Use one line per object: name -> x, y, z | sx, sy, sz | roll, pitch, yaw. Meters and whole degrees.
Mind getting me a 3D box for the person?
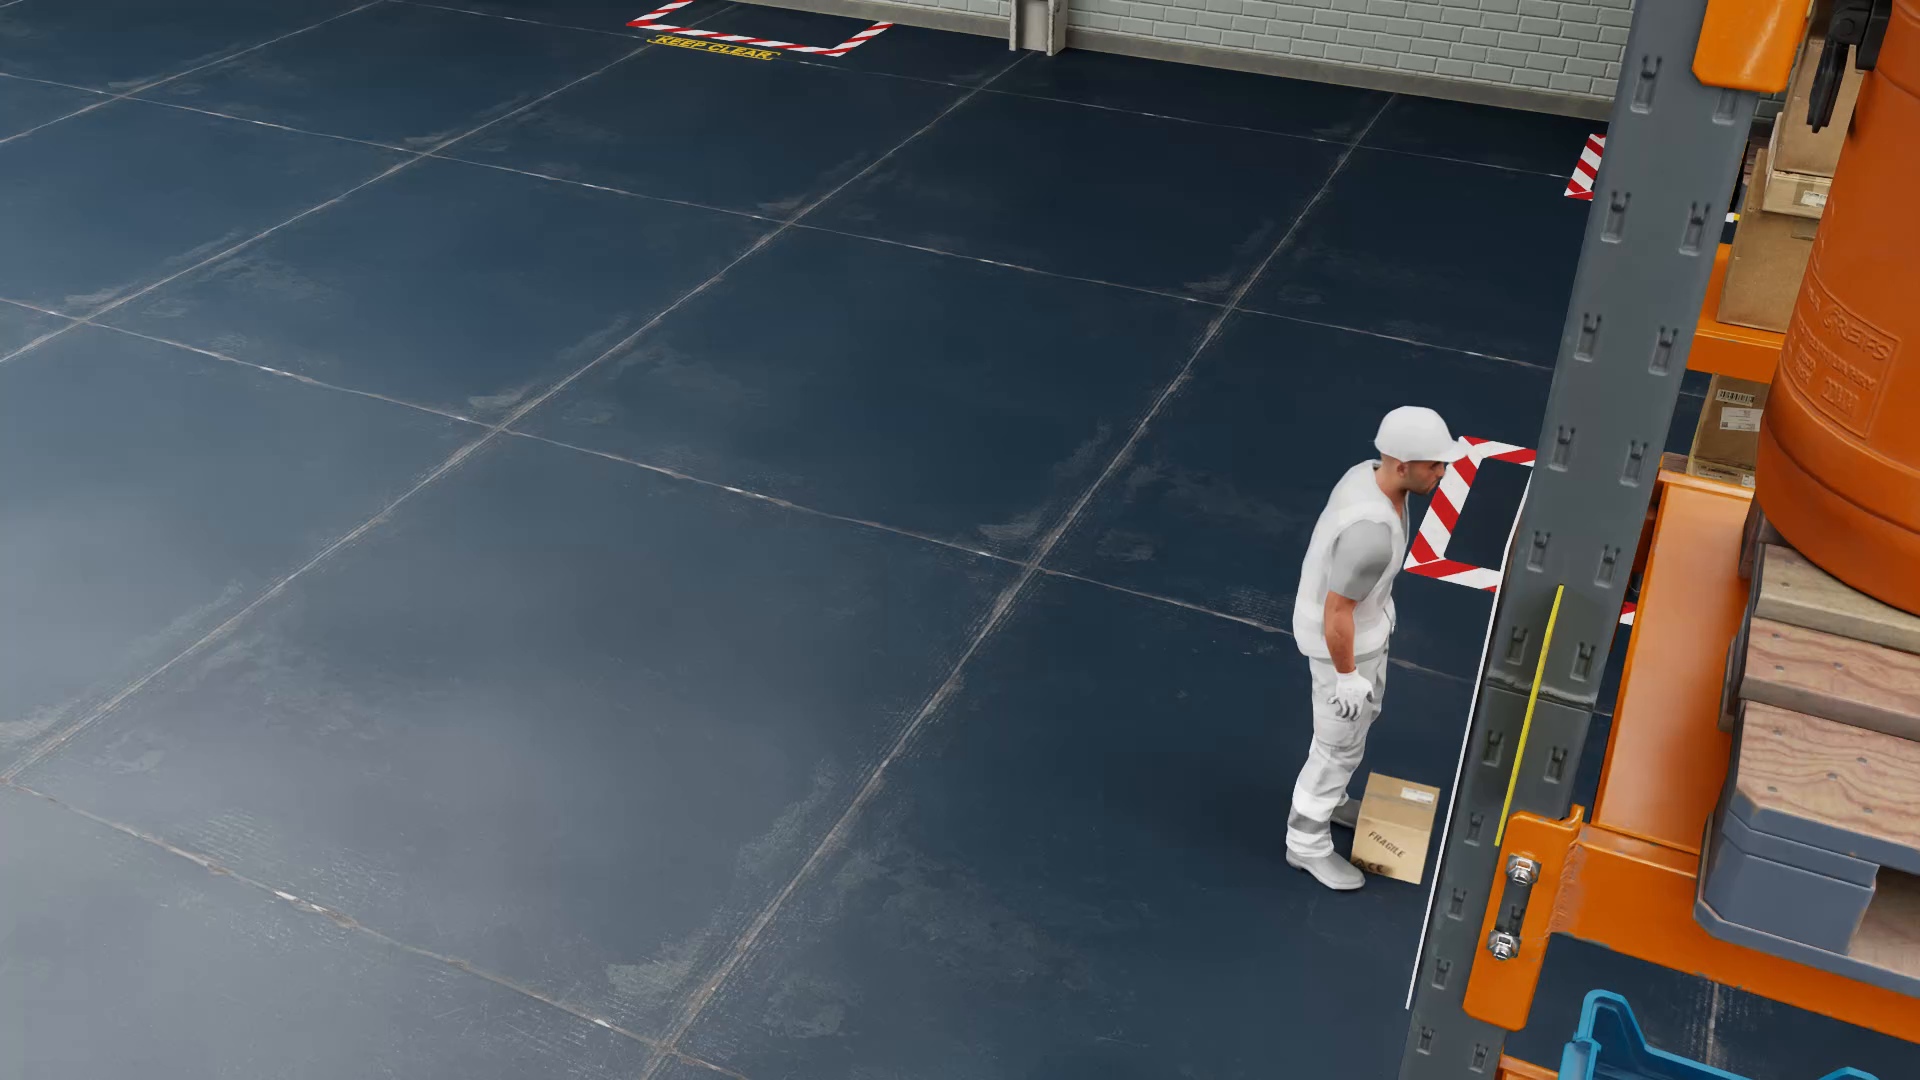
person -> 1.350, 0.341, 5.611 | 0.450, 1.778, 0.597 | 13, 36, 19
